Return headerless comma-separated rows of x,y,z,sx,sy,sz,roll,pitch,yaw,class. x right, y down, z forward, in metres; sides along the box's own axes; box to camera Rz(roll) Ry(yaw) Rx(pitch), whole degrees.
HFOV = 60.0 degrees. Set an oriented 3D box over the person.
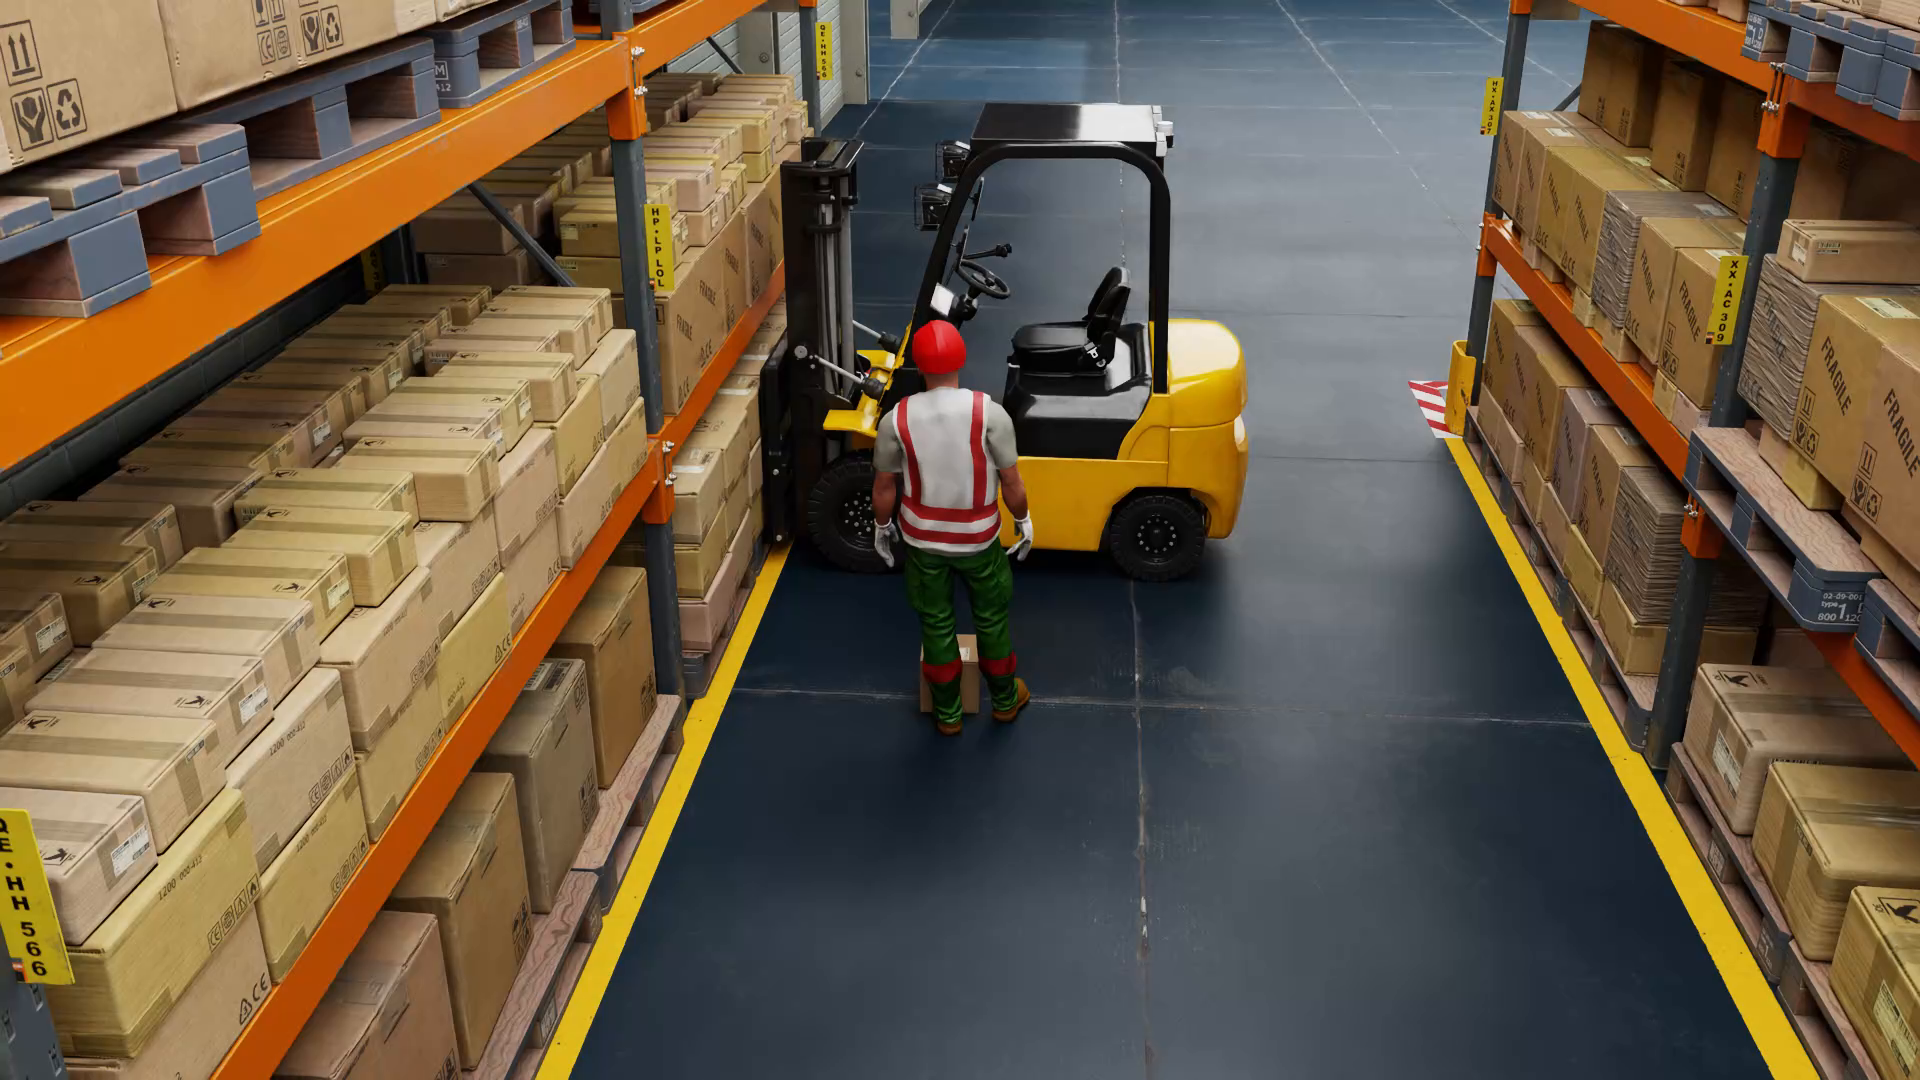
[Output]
-0.020,-0.055,6.672,0.638,1.788,0.564,2,24,4,person
